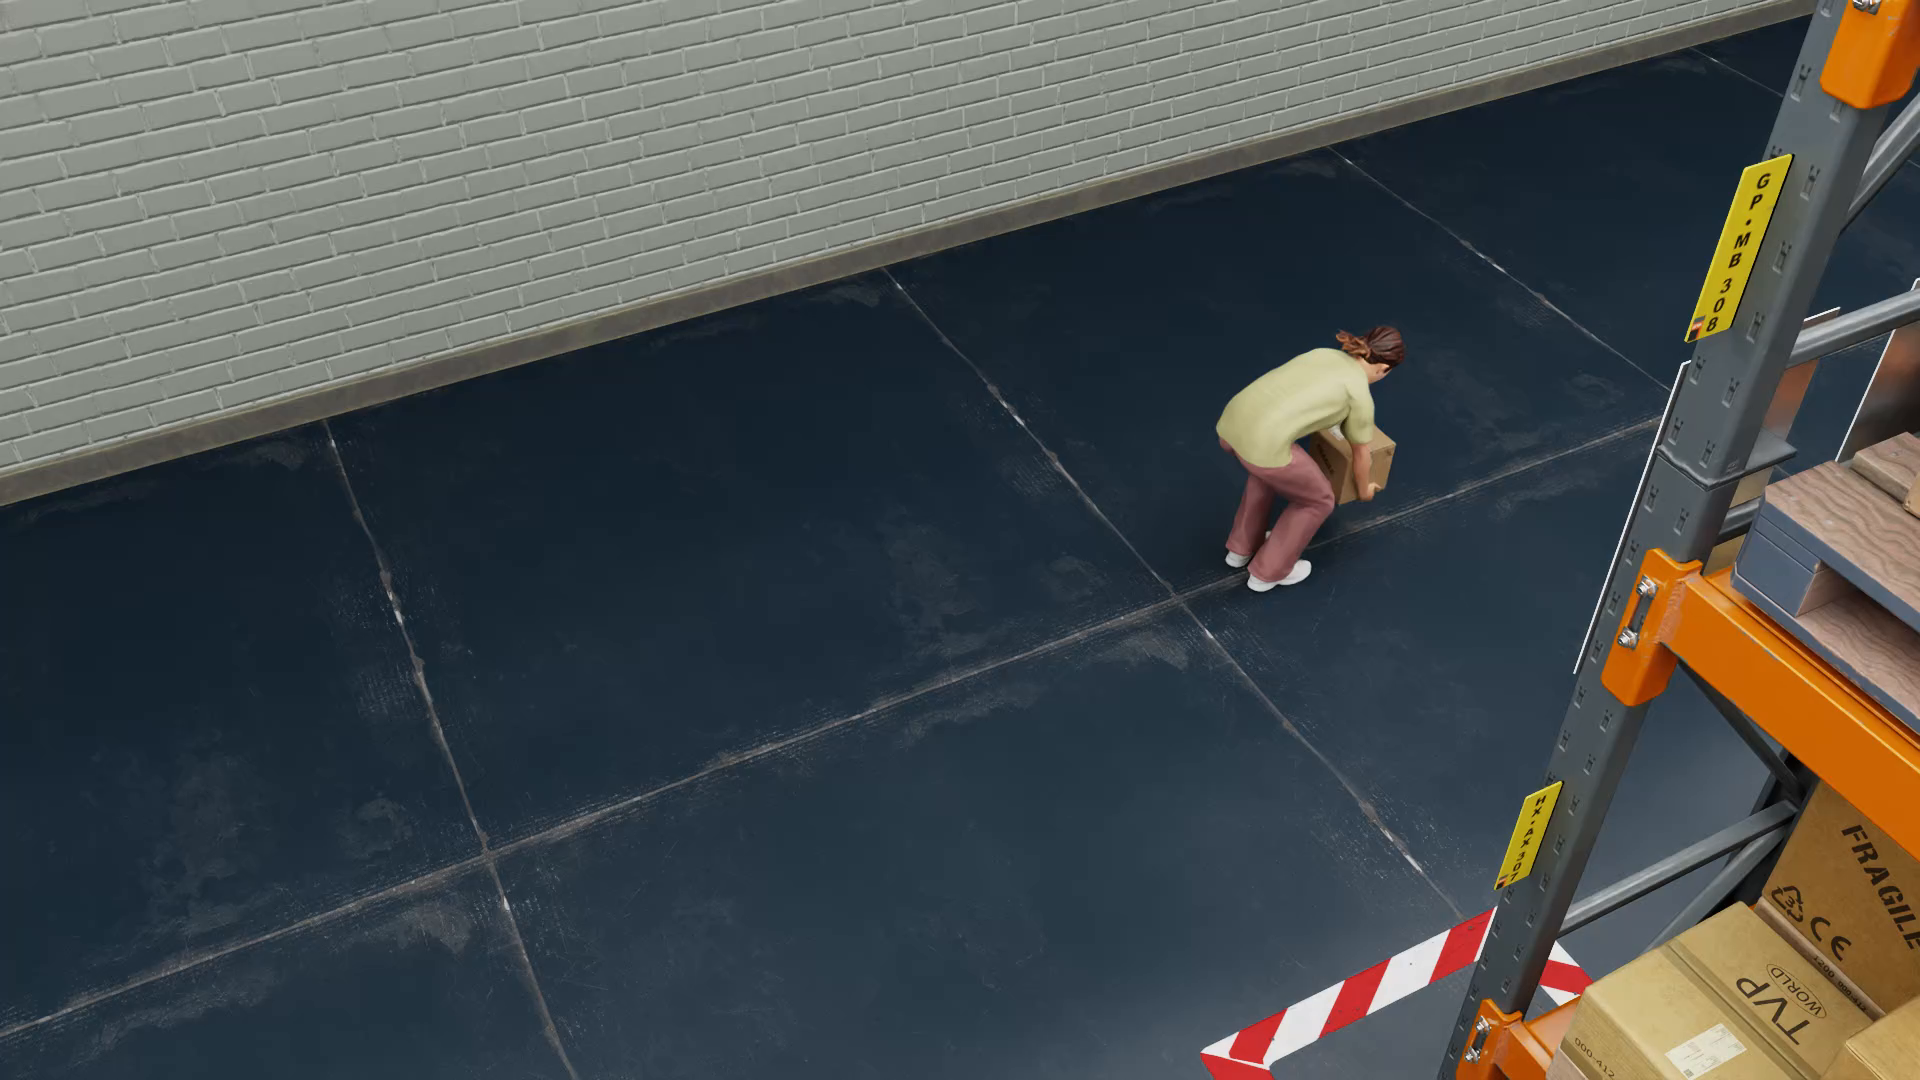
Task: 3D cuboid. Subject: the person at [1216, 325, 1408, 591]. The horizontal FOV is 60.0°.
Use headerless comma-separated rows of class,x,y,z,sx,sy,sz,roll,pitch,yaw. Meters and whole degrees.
person,1.453,-0.341,6.977,0.859,1.106,0.436,-21,46,-22
